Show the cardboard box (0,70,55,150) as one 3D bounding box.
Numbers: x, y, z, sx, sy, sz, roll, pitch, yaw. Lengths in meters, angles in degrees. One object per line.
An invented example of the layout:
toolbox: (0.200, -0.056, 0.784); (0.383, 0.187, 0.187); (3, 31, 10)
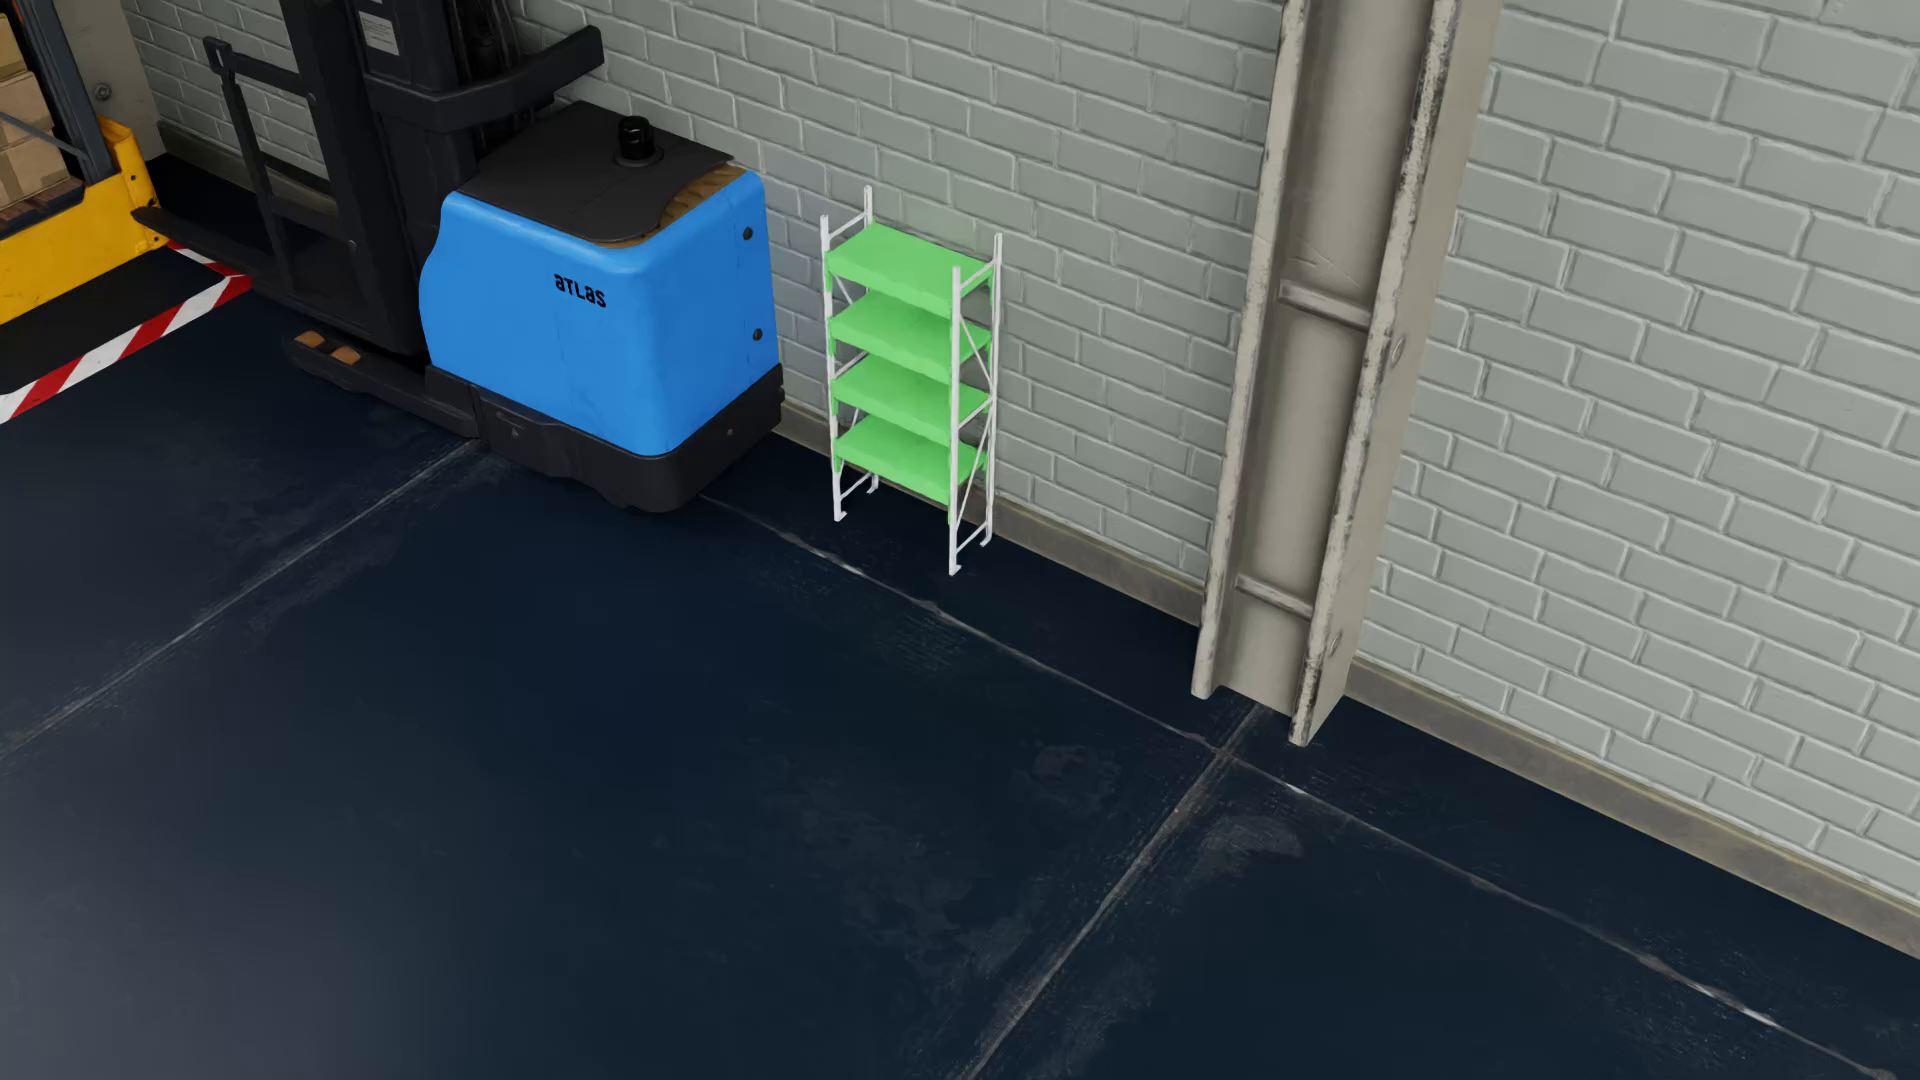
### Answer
cardboard box: (-4.155, -1.797, 6.881); (0.500, 0.250, 0.500); (26, 48, 26)

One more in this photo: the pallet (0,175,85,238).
pallet: (-4.540, -1.416, 7.174); (1.213, 0.211, 1.003); (25, 48, 25)

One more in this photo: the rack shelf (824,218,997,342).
rack shelf: (-0.151, -0.807, 5.124); (0.480, 0.148, 0.258); (25, 46, 25)

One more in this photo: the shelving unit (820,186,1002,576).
shelving unit: (-0.156, -0.492, 5.395); (0.503, 1.200, 0.258); (25, 46, 25)

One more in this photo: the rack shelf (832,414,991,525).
rack shelf: (-0.160, -0.262, 5.593); (0.480, 0.148, 0.258); (25, 46, 25)

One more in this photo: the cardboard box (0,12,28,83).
cardboard box: (-4.174, -1.977, 6.708); (0.500, 0.250, 0.500); (24, 47, 25)

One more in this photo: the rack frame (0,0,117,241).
rack frame: (-3.889, -2.186, 5.943); (0.127, 3.000, 1.000); (25, 48, 25)

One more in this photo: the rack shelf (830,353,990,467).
rack shelf: (-0.157, -0.443, 5.437); (0.480, 0.148, 0.258); (25, 46, 25)

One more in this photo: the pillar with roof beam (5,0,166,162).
pillar with roof beam: (-6.414, -2.830, 2.164); (0.400, 9.000, 9.100); (25, 48, 25)

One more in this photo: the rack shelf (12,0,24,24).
rack shelf: (-5.527, -2.683, 7.039); (4.000, 0.370, 1.077); (25, 48, 25)

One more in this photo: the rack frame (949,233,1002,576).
rack frame: (0.045, -0.400, 5.292); (0.015, 1.200, 0.240); (25, 46, 25)

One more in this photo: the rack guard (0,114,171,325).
rack guard: (-3.870, -1.245, 6.766); (0.348, 0.500, 1.175); (25, 48, 25)

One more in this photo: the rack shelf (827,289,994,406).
rack shelf: (-0.154, -0.625, 5.280); (0.480, 0.148, 0.258); (25, 46, 25)

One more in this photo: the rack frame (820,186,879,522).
rack frame: (-0.357, -0.584, 5.498); (0.015, 1.200, 0.240); (25, 46, 25)

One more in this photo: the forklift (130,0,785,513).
forklift: (-2.010, -1.941, 5.721); (3.031, 2.935, 1.130); (23, 47, 23)

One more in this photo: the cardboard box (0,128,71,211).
cardboard box: (-4.179, -1.612, 7.049); (0.500, 0.250, 0.500); (25, 48, 25)
